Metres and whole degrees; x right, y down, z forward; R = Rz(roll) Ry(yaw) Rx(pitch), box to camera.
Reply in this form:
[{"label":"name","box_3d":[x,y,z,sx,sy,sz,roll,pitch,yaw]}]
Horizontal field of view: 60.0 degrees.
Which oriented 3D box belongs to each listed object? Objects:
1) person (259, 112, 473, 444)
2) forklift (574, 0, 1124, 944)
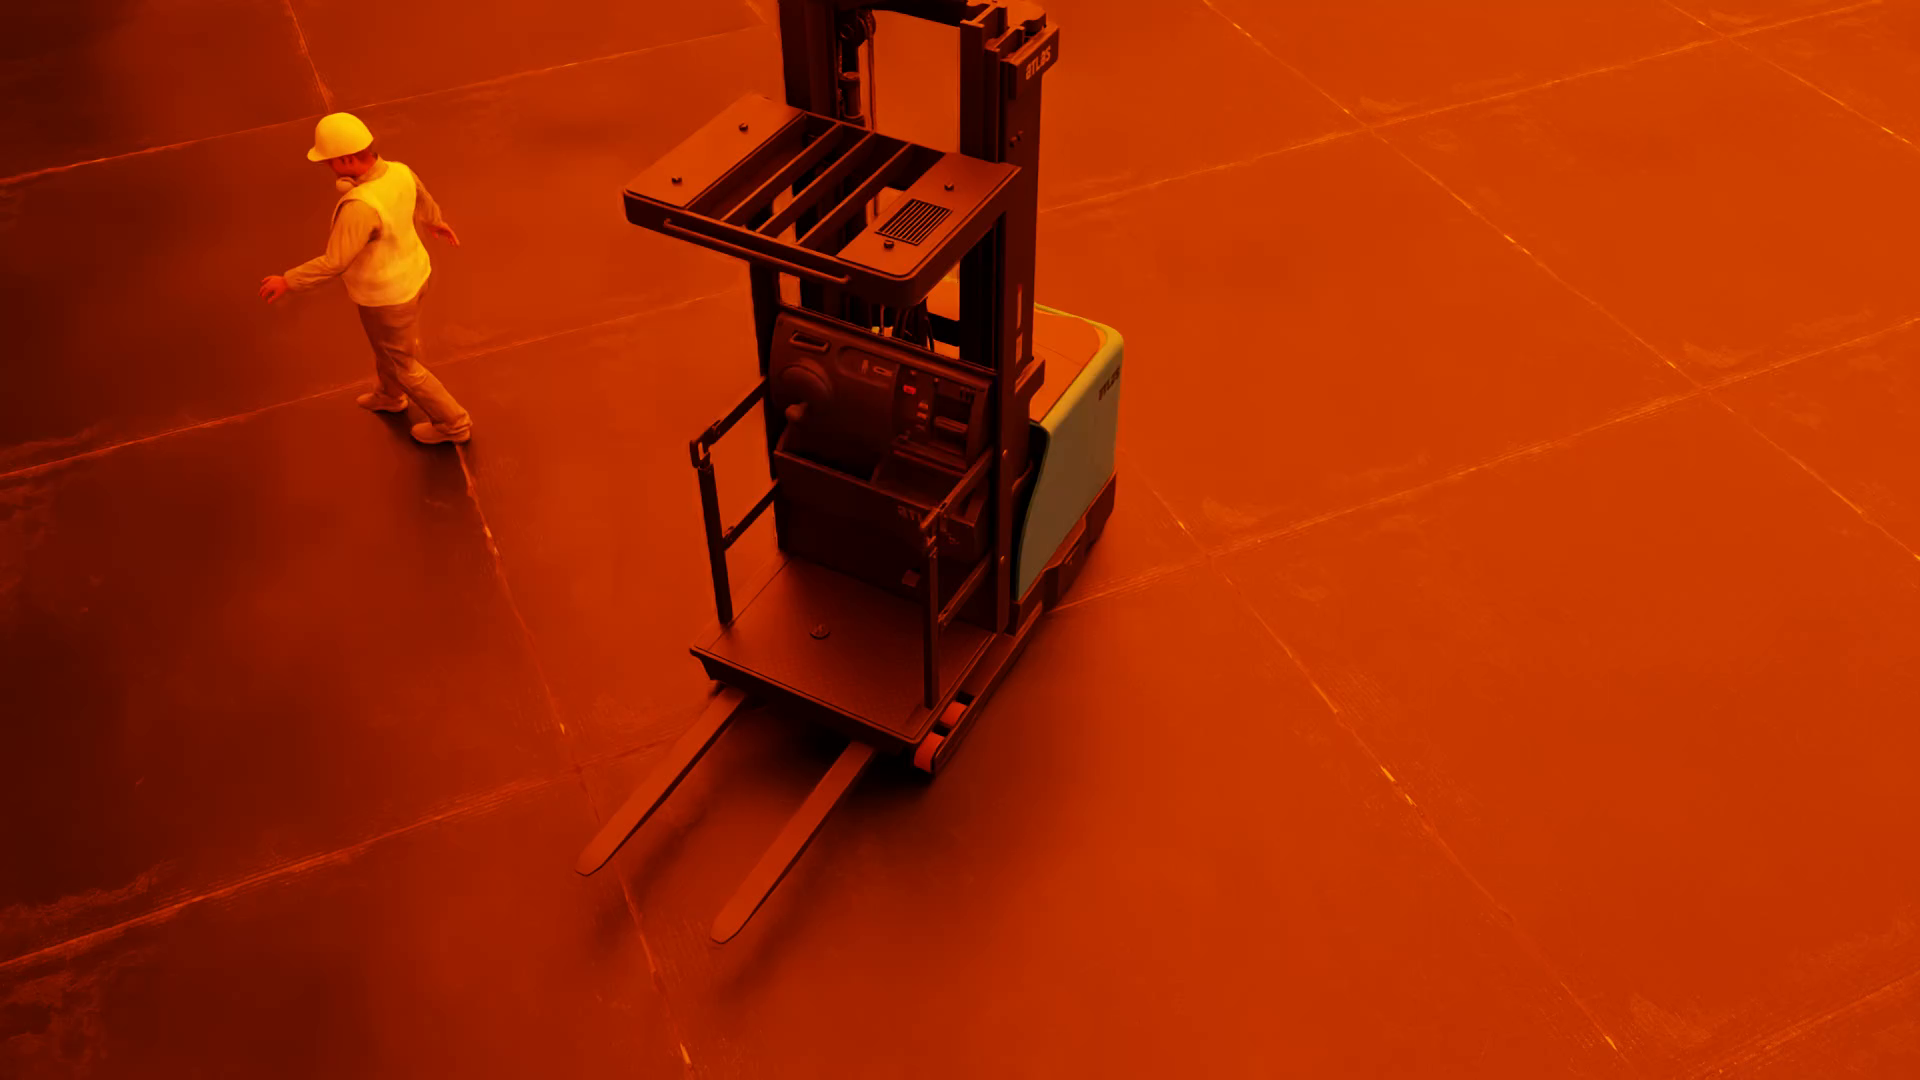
[{"label":"person","box_3d":[-2.783,-1.246,7.905,0.721,1.764,0.967,6,43,6]},{"label":"forklift","box_3d":[-0.418,-0.477,6.191,1.130,2.935,3.031,20,47,21]}]
